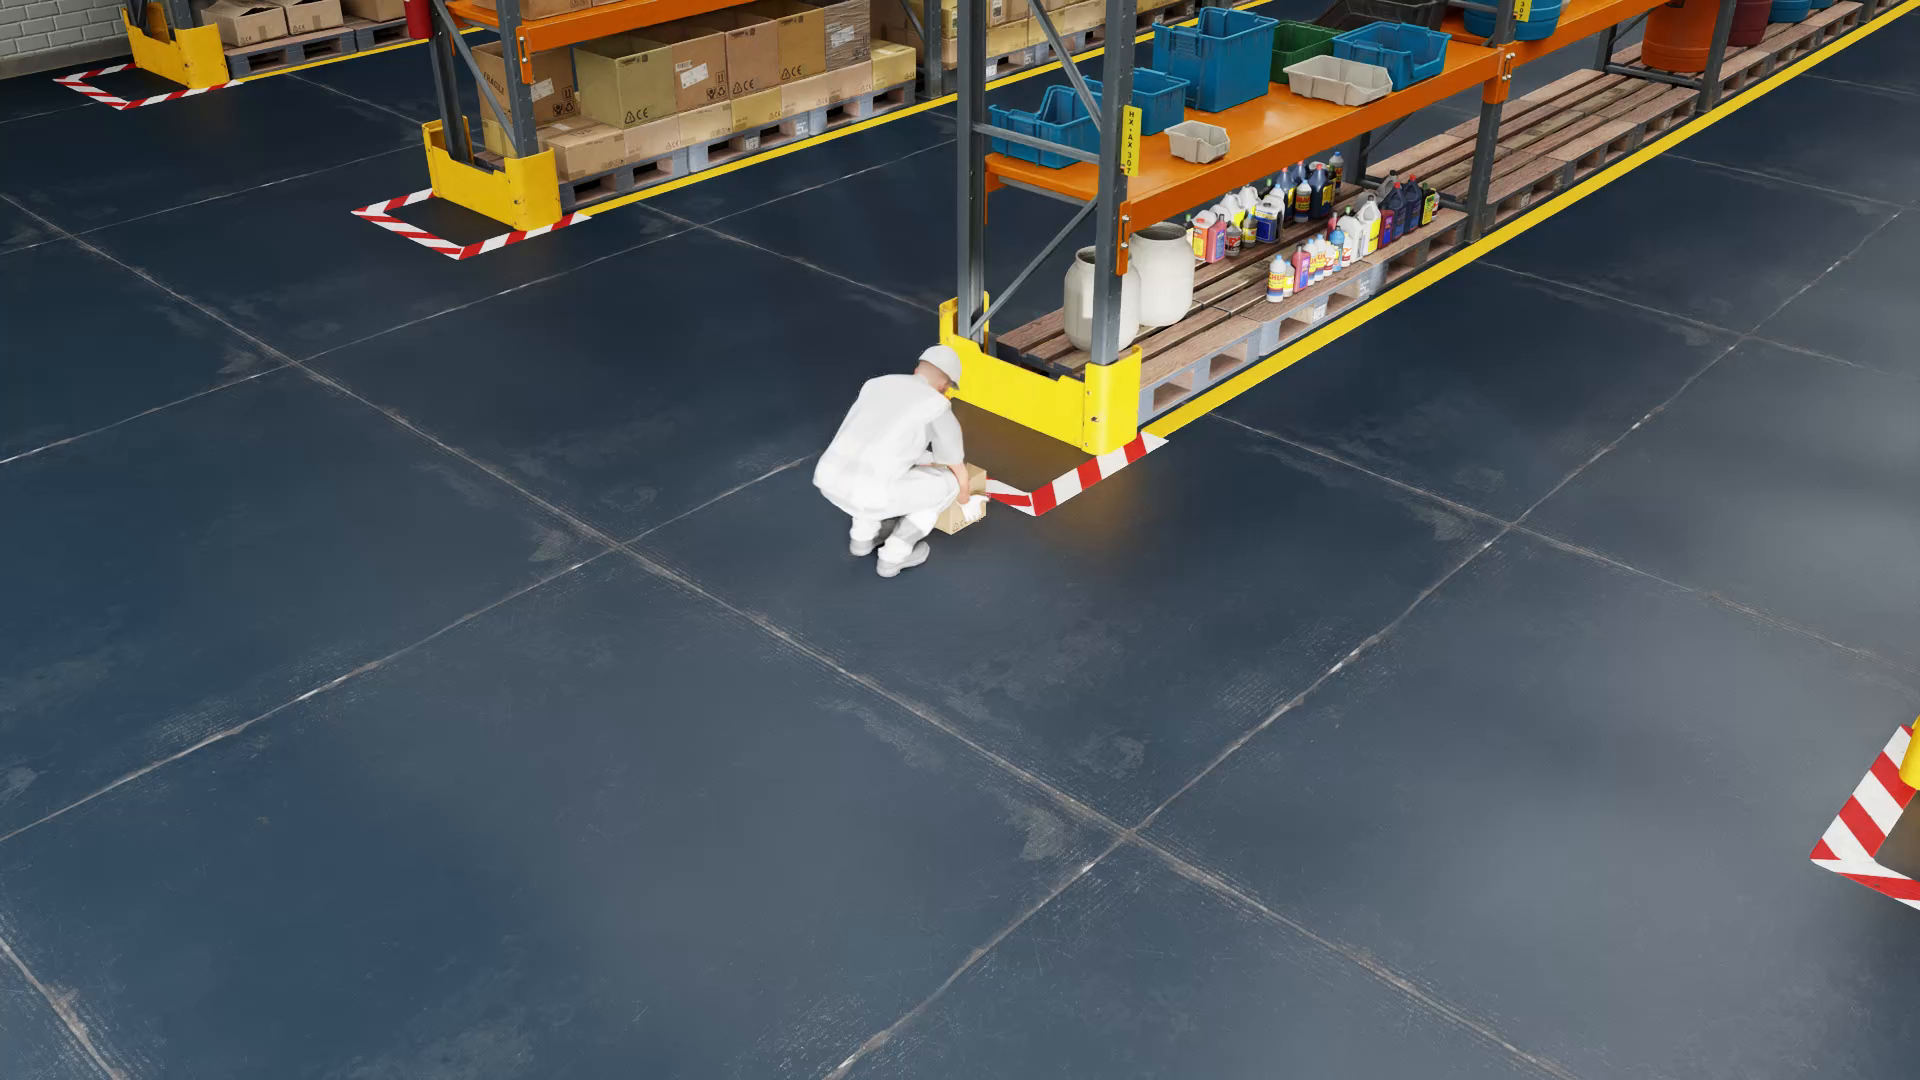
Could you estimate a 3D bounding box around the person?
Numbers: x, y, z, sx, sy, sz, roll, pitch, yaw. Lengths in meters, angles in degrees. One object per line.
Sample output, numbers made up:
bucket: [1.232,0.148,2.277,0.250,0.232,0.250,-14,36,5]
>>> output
person: [-0.285,-0.366,7.603,0.567,0.883,0.888,25,39,35]
